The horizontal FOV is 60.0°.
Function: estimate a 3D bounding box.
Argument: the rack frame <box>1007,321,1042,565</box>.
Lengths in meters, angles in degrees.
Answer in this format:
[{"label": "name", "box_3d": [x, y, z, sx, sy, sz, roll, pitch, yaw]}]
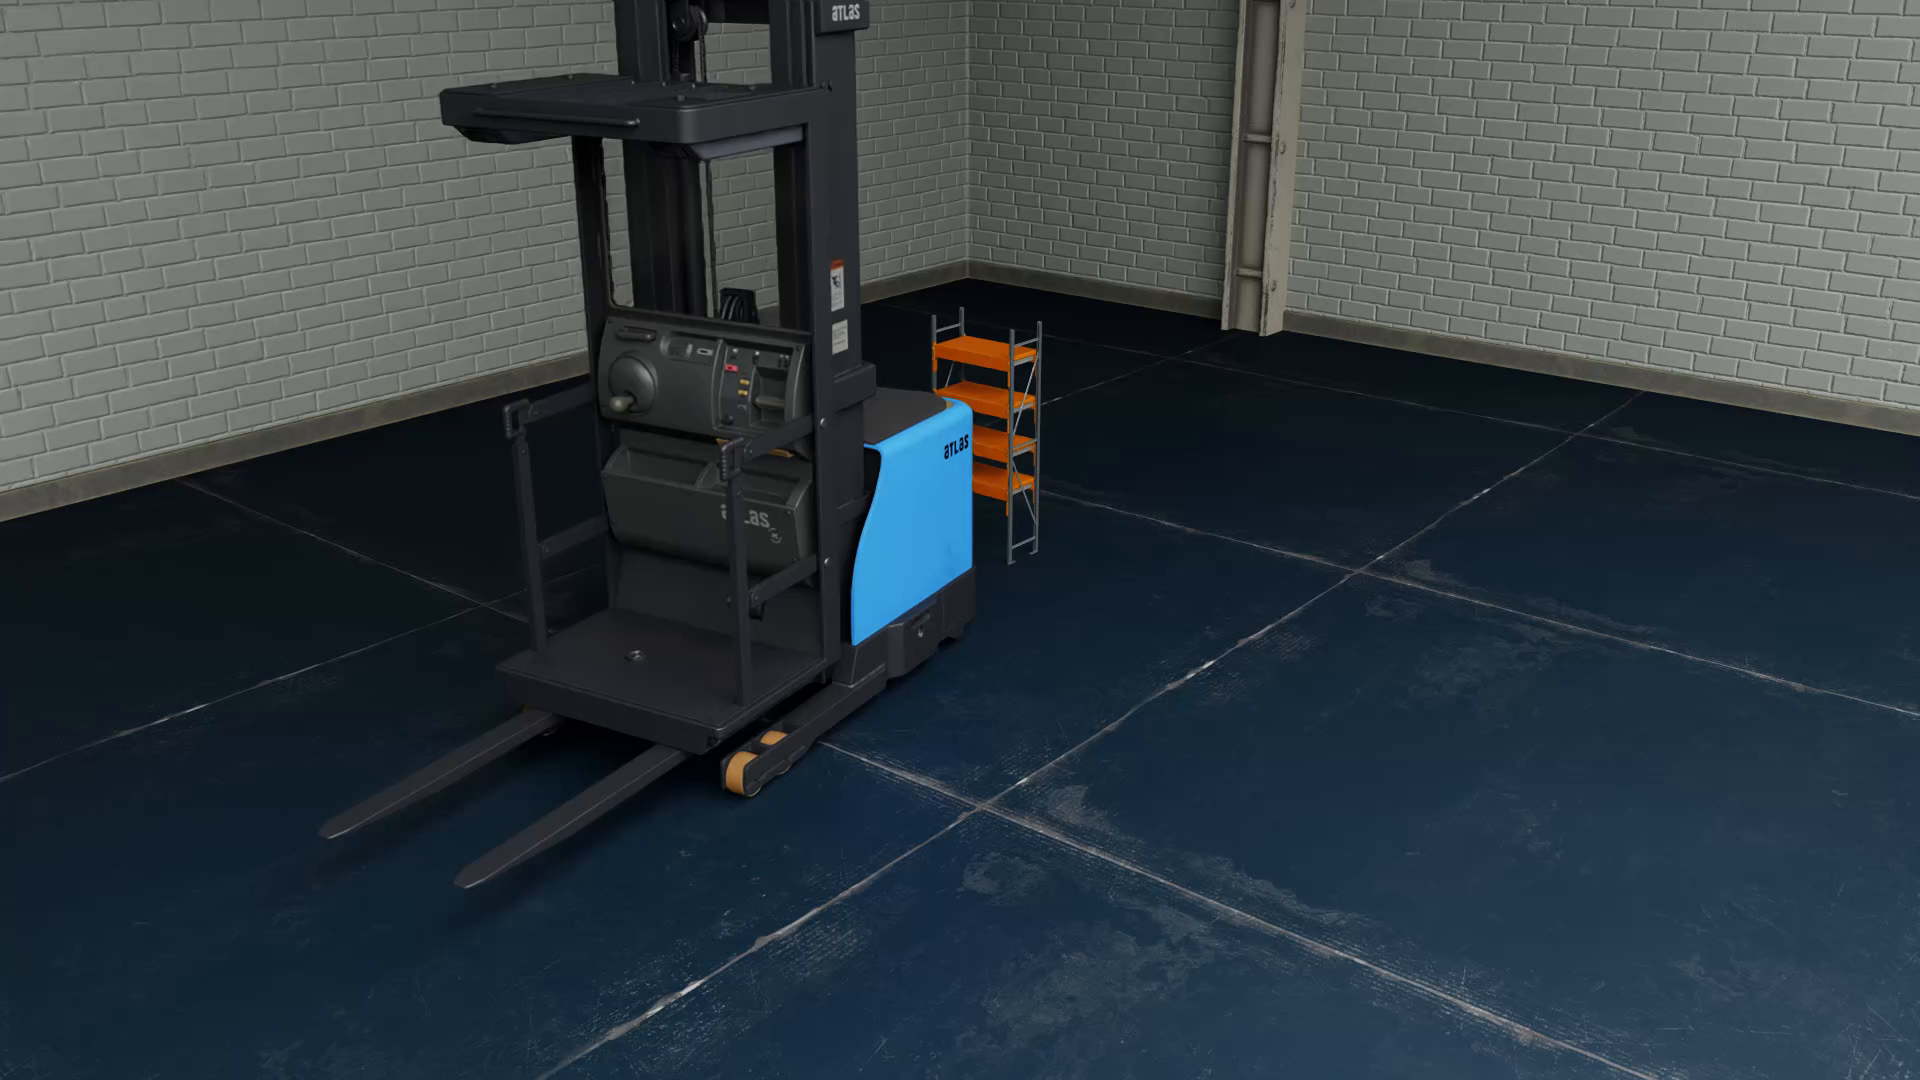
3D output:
[{"label": "rack frame", "box_3d": [0.317, -0.470, 8.214, 0.015, 1.200, 0.240, 16, 26, 36]}]

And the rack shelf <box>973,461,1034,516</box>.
[{"label": "rack shelf", "box_3d": [0.128, -0.276, 8.452, 0.480, 0.148, 0.258, 16, 26, 36]}]

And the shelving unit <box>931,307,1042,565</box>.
[{"label": "shelving unit", "box_3d": [0.128, -0.524, 8.359, 0.503, 1.200, 0.258, 16, 26, 36]}]

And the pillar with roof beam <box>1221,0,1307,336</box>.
[{"label": "pillar with roof beam", "box_3d": [-0.427, -4.690, 8.352, 0.400, 9.000, 9.100, 16, 26, 36]}]

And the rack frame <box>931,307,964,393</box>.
[{"label": "rack frame", "box_3d": [-0.061, -0.579, 8.503, 0.015, 1.200, 0.240, 16, 26, 36]}]

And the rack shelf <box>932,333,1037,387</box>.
[{"label": "rack shelf", "box_3d": [0.128, -0.892, 8.220, 0.480, 0.148, 0.258, 16, 26, 36]}]

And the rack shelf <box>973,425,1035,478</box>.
[{"label": "rack shelf", "box_3d": [0.128, -0.462, 8.382, 0.480, 0.148, 0.258, 16, 26, 36]}]

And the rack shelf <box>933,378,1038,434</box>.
[{"label": "rack shelf", "box_3d": [0.128, -0.671, 8.303, 0.480, 0.148, 0.258, 16, 26, 36]}]

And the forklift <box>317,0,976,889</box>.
[{"label": "forklift", "box_3d": [-1.087, -0.604, 6.117, 1.130, 2.935, 3.031, 11, 23, 27]}]
